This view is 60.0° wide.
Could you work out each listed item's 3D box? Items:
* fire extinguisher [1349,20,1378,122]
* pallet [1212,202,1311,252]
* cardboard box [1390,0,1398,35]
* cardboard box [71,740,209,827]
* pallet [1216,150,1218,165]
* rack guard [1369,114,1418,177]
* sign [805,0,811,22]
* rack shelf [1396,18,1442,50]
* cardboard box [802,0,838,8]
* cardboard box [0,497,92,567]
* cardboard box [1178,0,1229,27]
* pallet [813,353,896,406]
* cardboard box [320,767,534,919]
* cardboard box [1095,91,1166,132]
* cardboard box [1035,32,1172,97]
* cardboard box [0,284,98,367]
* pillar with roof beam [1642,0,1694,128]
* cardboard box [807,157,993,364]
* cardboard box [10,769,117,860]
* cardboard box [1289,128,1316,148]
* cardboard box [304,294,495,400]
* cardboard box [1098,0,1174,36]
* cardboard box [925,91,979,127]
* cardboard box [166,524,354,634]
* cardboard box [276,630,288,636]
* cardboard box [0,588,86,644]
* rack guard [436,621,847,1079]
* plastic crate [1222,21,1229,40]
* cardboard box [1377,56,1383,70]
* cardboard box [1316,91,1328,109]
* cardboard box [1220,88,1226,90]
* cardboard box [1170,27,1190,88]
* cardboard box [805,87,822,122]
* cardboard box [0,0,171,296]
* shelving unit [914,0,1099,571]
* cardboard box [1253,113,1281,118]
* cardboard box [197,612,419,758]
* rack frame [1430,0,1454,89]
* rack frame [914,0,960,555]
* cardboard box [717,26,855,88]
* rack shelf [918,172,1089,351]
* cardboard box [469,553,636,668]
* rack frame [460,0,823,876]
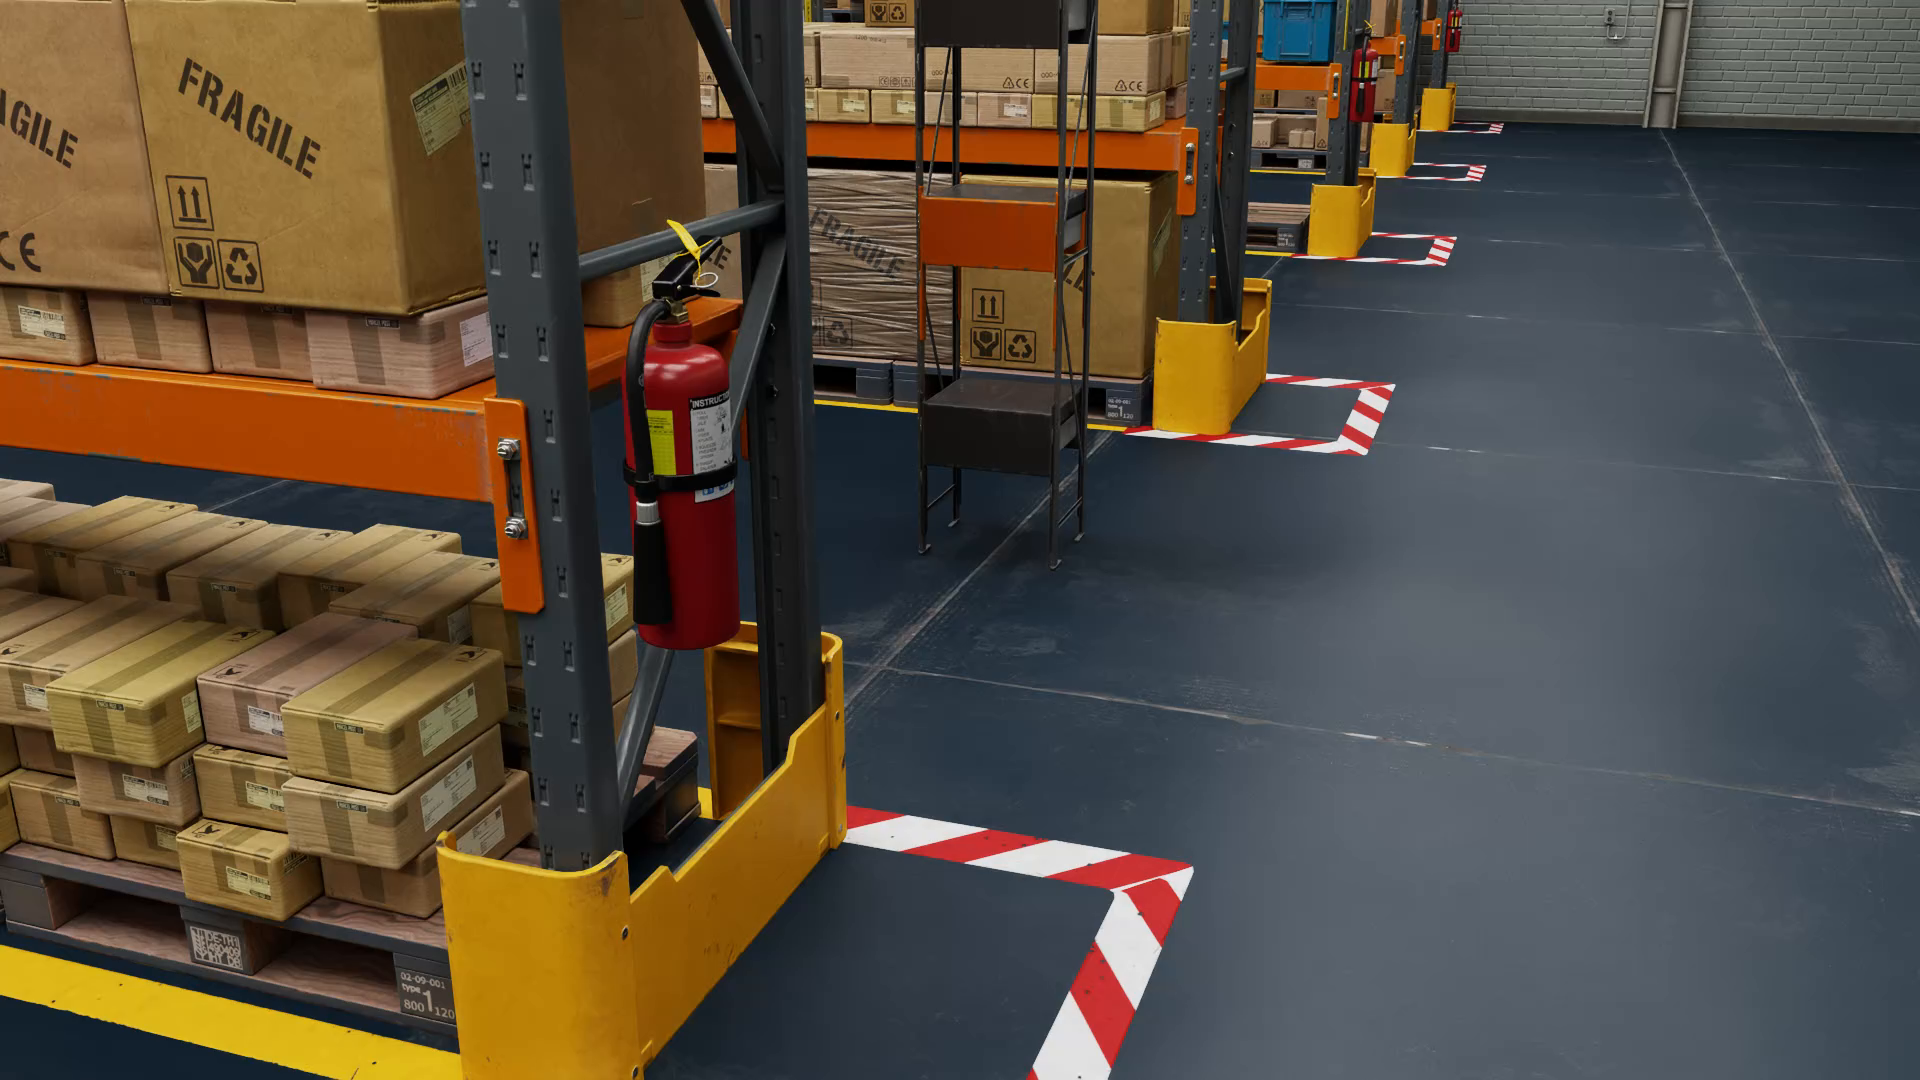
[{"bbox_3d":[2.803,-3.248,11.520,0.183,0.674,0.296,7,20,18],"label":"fire extinguisher"},{"bbox_3d":[2.044,-2.402,12.647,1.213,0.211,1.003,7,20,18],"label":"pallet"},{"bbox_3d":[4.106,-5.335,16.672,0.500,0.500,0.500,7,20,19],"label":"cardboard box"},{"bbox_3d":[-1.622,0.437,3.507,0.250,0.149,0.380,6,20,16],"label":"cardboard box"},{"bbox_3d":[2.465,-4.067,17.424,1.213,0.211,1.003,7,20,18],"label":"pallet"},{"bbox_3d":[4.367,-3.986,16.750,0.348,0.500,1.175,7,20,18],"label":"rack guard"},{"bbox_3d":[-1.151,-4.010,12.602,0.005,0.325,0.100,7,20,18],"label":"sign"},{"bbox_3d":[4.172,-6.575,21.473,4.000,0.370,1.077,7,20,18],"label":"rack shelf"},{"bbox_3d":[-1.685,-6.076,18.161,0.500,0.500,0.700,11,22,28],"label":"cardboard box"},{"bbox_3d":[-2.440,0.025,4.238,0.250,0.149,0.380,7,20,18],"label":"cardboard box"},{"bbox_3d":[2.490,-5.334,16.668,0.500,0.500,0.500,6,20,17],"label":"cardboard box"},{"bbox_3d":[-0.745,-0.956,8.497,1.213,0.211,1.003,7,20,18],"label":"pallet"},{"bbox_3d":[-1.104,0.609,3.465,0.250,0.149,0.380,7,20,19],"label":"cardboard box"},{"bbox_3d":[0.740,-1.895,7.338,0.250,0.149,0.380,7,20,19],"label":"cardboard box"},{"bbox_3d":[0.640,-2.117,7.370,0.500,0.250,0.500,6,20,17],"label":"cardboard box"},{"bbox_3d":[-1.652,-0.457,3.211,0.250,0.149,0.380,7,20,20],"label":"cardboard box"},{"bbox_3d":[7.483,-8.170,15.843,0.400,9.000,9.100,7,20,18],"label":"pillar with roof beam"},{"bbox_3d":[-0.306,-1.416,8.170,0.875,0.875,0.875,7,20,18],"label":"cardboard box"},{"bbox_3d":[-1.839,0.535,3.678,0.250,0.149,0.380,7,20,19],"label":"cardboard box"},{"bbox_3d":[3.492,-4.081,16.864,0.250,0.166,0.380,7,20,18],"label":"cardboard box"},{"bbox_3d":[-0.939,-0.375,2.978,0.250,0.149,0.380,7,20,18],"label":"cardboard box"},{"bbox_3d":[0.638,-2.473,7.249,0.500,0.500,0.500,7,20,19],"label":"cardboard box"},{"bbox_3d":[0.021,-1.978,7.575,0.250,0.149,0.380,7,20,19],"label":"cardboard box"},{"bbox_3d":[-1.679,0.098,4.029,0.250,0.149,0.380,6,20,15],"label":"cardboard box"},{"bbox_3d":[-1.656,0.217,4.138,0.250,0.149,0.380,7,20,20],"label":"cardboard box"},{"bbox_3d":[-2.122,0.249,3.594,0.250,0.149,0.380,7,21,20],"label":"cardboard box"},{"bbox_3d":[-0.610,0.625,3.522,0.348,0.500,1.175,7,20,18],"label":"rack guard"},{"bbox_3d":[2.063,-3.767,12.490,0.300,0.233,0.416,7,20,18],"label":"plastic crate"},{"bbox_3d":[5.186,-6.024,20.976,0.250,0.149,0.380,6,20,17],"label":"cardboard box"},{"bbox_3d":[4.894,-5.815,21.360,0.500,0.500,0.700,6,20,18],"label":"cardboard box"},{"bbox_3d":[3.429,-5.980,21.835,0.500,0.500,0.700,6,20,18],"label":"cardboard box"},{"bbox_3d":[0.820,-2.283,7.846,0.500,0.250,0.500,6,20,17],"label":"cardboard box"},{"bbox_3d":[-0.704,-2.061,7.812,0.250,0.149,0.380,7,20,19],"label":"cardboard box"},{"bbox_3d":[-1.532,-0.760,3.096,0.500,0.500,0.500,6,20,17],"label":"cardboard box"},{"bbox_3d":[0.156,-0.974,5.679,0.503,2.100,0.431,7,20,18],"label":"shelving unit"},{"bbox_3d":[3.074,-4.322,17.427,0.500,0.250,0.500,7,20,18],"label":"cardboard box"},{"bbox_3d":[-1.340,0.297,3.457,0.250,0.149,0.380,7,20,19],"label":"cardboard box"},{"bbox_3d":[6.061,-6.698,20.735,0.127,3.000,1.000,7,20,18],"label":"rack frame"},{"bbox_3d":[-0.074,-1.000,5.755,0.015,2.100,0.400,7,20,18],"label":"rack frame"},{"bbox_3d":[-0.813,-2.282,7.842,0.500,0.250,0.500,7,20,18],"label":"cardboard box"},{"bbox_3d":[0.156,-0.961,5.684,0.480,0.518,0.431,7,20,18],"label":"rack shelf"},{"bbox_3d":[-0.922,0.158,3.855,0.250,0.149,0.380,6,20,16],"label":"cardboard box"},{"bbox_3d":[-0.539,-0.547,3.088,0.127,3.000,1.000,7,20,18],"label":"rack frame"}]
